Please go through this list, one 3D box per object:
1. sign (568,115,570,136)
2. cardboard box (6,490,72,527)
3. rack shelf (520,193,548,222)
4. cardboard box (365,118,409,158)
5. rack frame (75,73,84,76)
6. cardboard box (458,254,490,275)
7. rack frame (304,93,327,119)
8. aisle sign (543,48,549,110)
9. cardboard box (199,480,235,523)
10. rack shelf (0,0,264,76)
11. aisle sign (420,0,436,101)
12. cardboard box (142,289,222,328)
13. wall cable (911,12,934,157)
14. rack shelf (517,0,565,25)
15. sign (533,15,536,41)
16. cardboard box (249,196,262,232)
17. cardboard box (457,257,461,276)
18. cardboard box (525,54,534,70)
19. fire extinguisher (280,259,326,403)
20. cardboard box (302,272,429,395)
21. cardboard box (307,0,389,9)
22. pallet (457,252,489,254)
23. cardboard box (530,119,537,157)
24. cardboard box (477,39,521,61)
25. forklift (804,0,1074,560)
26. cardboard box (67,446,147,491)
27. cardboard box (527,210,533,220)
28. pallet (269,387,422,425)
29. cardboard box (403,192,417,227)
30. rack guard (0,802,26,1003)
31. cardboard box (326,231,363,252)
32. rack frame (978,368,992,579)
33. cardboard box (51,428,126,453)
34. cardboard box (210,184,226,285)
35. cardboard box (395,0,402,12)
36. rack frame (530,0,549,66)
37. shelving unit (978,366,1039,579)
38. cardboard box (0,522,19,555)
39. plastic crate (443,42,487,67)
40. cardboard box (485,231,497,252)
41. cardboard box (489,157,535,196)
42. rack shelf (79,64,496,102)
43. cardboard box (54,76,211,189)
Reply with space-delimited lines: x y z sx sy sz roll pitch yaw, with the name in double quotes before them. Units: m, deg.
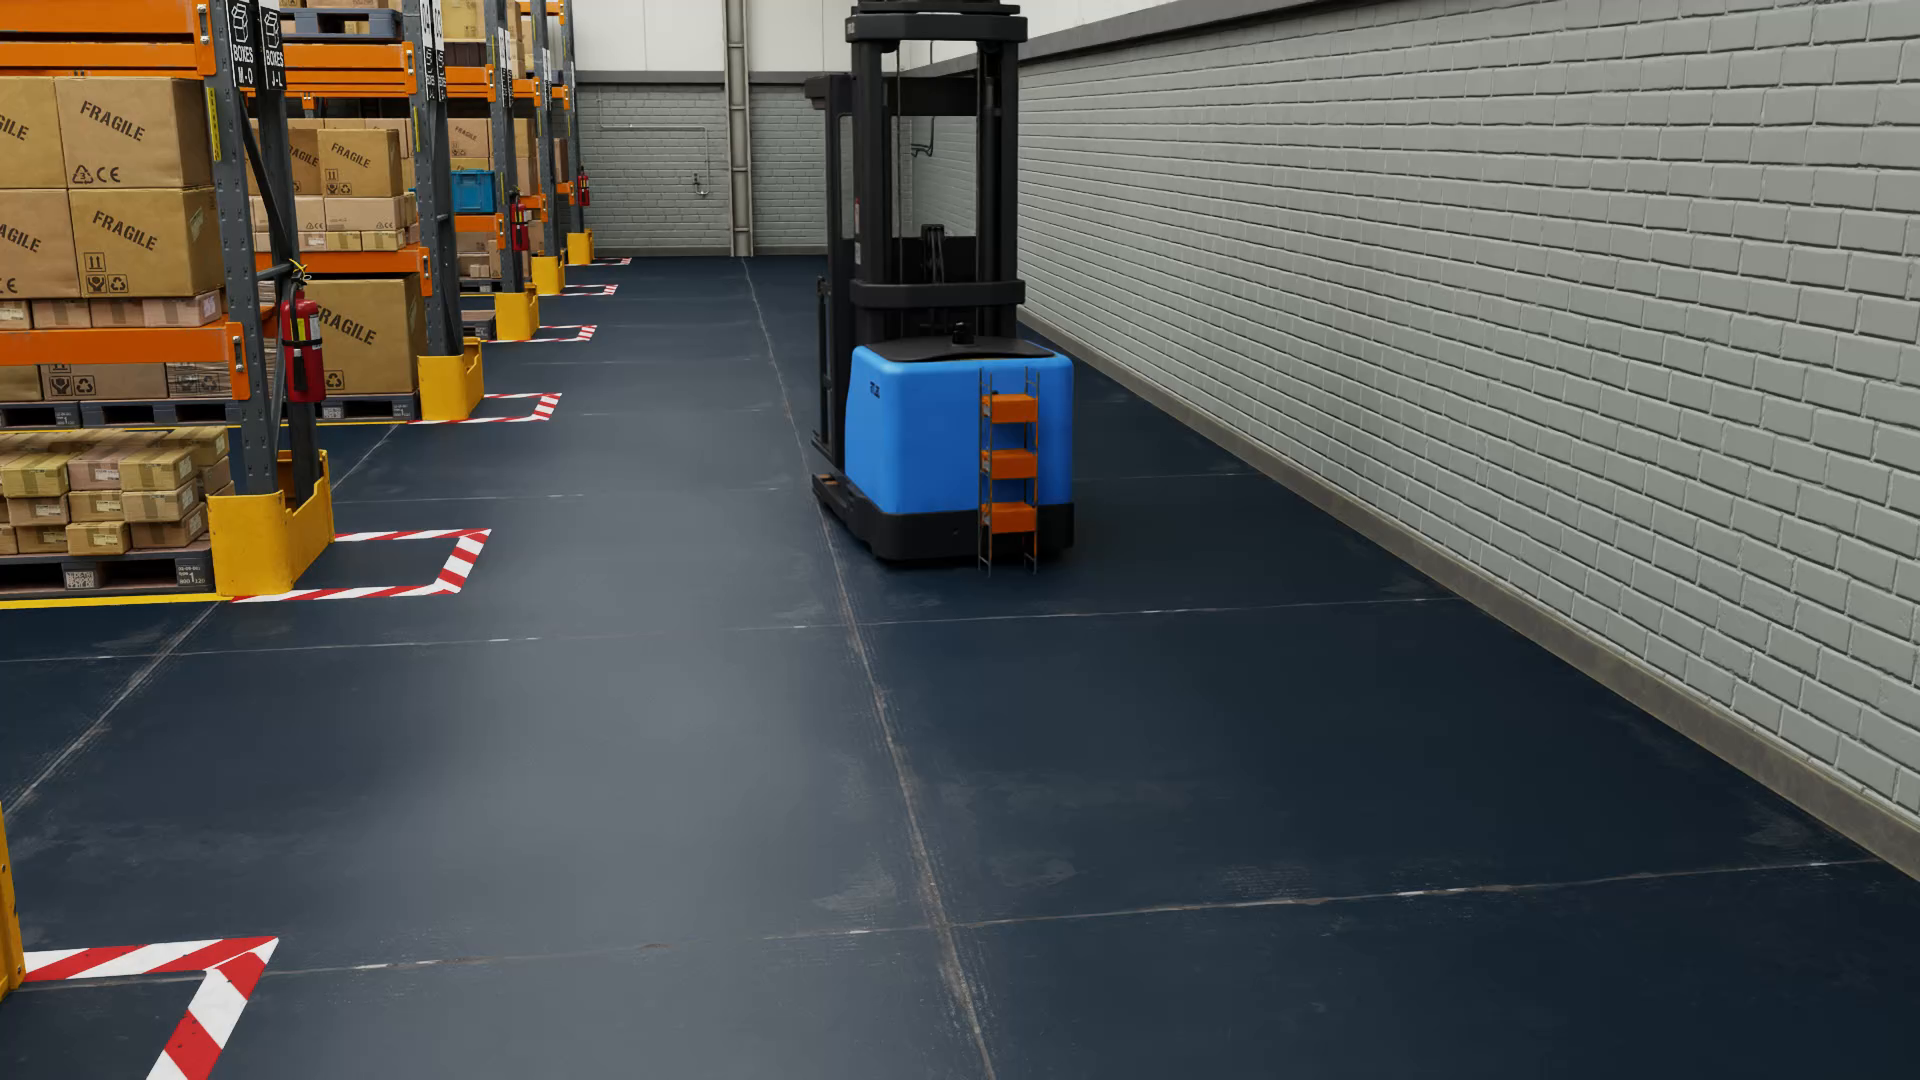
"sign" -6.267 -6.641 26.670 0.005 0.325 0.100 -2 14 -8
"cardboard box" -4.475 -0.183 8.170 0.250 0.149 0.380 -3 14 -11
"rack shelf" -7.571 -4.483 22.410 4.000 0.370 1.077 -2 14 -8
"cardboard box" -7.511 -5.299 21.922 0.500 0.500 0.500 -2 14 -7
"rack frame" -8.814 -3.568 17.282 0.127 3.000 1.000 -2 14 -8
"cardboard box" -6.667 -3.815 23.014 0.500 0.250 0.500 -2 14 -8
"rack frame" -10.290 -5.951 26.784 0.127 3.000 1.000 -2 14 -8
"aisle sign" -5.480 -6.094 22.011 0.004 0.787 0.394 -2 14 -8
"cardboard box" -4.048 -0.204 8.865 0.250 0.149 0.380 -2 14 -7
"rack shelf" -5.459 -2.358 7.771 4.000 0.370 1.077 -2 14 -8
"aisle sign" -4.005 -3.713 12.516 0.004 0.787 0.394 -2 14 -8
"cardboard box" -3.762 -1.123 8.050 0.250 0.149 0.380 -2 14 -8
"wall cable" -0.688 -7.619 27.485 0.112 2.526 3.097 -2 14 -8
"rack shelf" -8.312 -8.390 26.480 4.000 0.370 1.077 -2 14 -8
"sign" -5.530 -6.655 21.604 0.005 0.325 0.100 -2 14 -8
"cardboard box" -5.565 -2.475 12.621 0.500 0.250 0.500 -3 14 -10
"cardboard box" -7.038 -3.678 22.469 0.500 0.250 0.500 -2 14 -8
"cardboard box" -7.019 -7.640 26.592 0.500 0.250 0.500 -2 14 -7
"fire extinguisher" -3.164 -1.004 7.986 0.183 0.674 0.296 -2 14 -8
"cardboard box" -4.742 -1.652 13.148 0.875 0.875 0.875 -2 14 -8
"cardboard box" -4.627 -4.245 12.543 0.500 0.500 0.700 -3 14 -12
"pallet" -8.317 -4.652 27.338 1.213 0.211 1.003 -2 14 -8
"cardboard box" -6.071 -5.485 22.667 0.500 0.500 0.500 -2 14 -7
"cardboard box" -6.063 -6.449 21.885 0.500 0.250 0.500 -2 14 -8
"forklift" -0.275 -1.632 9.703 1.130 2.935 3.031 -4 15 -15
"cardboard box" -4.225 -0.359 8.260 0.250 0.149 0.380 -2 14 -7
"cardboard box" -7.112 -5.304 27.146 0.250 0.149 0.380 -2 14 -9
"pallet" -4.900 -1.121 13.258 1.213 0.211 1.003 -2 14 -8
"cardboard box" -4.636 -2.641 13.281 0.500 0.250 0.500 -2 14 -10
"rack guard" -2.621 1.074 3.912 0.348 0.500 1.175 -2 14 -8
"cardboard box" -4.681 -2.298 12.734 0.250 0.149 0.380 -2 14 -8
"rack frame" 0.126 -0.333 8.392 0.008 1.050 0.200 -4 15 -15
"cardboard box" -4.573 -0.480 8.742 0.250 0.149 0.380 -2 14 -8
"cardboard box" -3.967 -1.568 8.489 0.500 0.500 0.500 -1 14 -6
"cardboard box" -7.084 -6.829 21.857 0.500 0.500 0.700 -2 14 -8
"rack frame" -5.593 -7.814 21.882 0.127 3.000 1.000 -2 14 -8
"shelving unit" 0.244 -0.341 8.425 0.252 1.050 0.215 -4 15 -15
"cardboard box" -4.727 -0.042 8.219 0.250 0.149 0.380 -2 14 -8
"plastic crate" -5.281 -5.157 17.723 0.590 0.269 0.497 -2 14 -8
"cardboard box" -7.507 -5.020 27.346 0.500 0.500 0.700 -2 14 -8
"cardboard box" -5.995 -4.871 22.274 0.500 0.500 0.500 -2 14 -7
"rack shelf" -6.836 -4.746 17.294 4.000 0.370 1.077 -2 14 -8
"cardboard box" -3.897 -1.926 7.863 0.500 0.500 0.500 -2 14 -9
